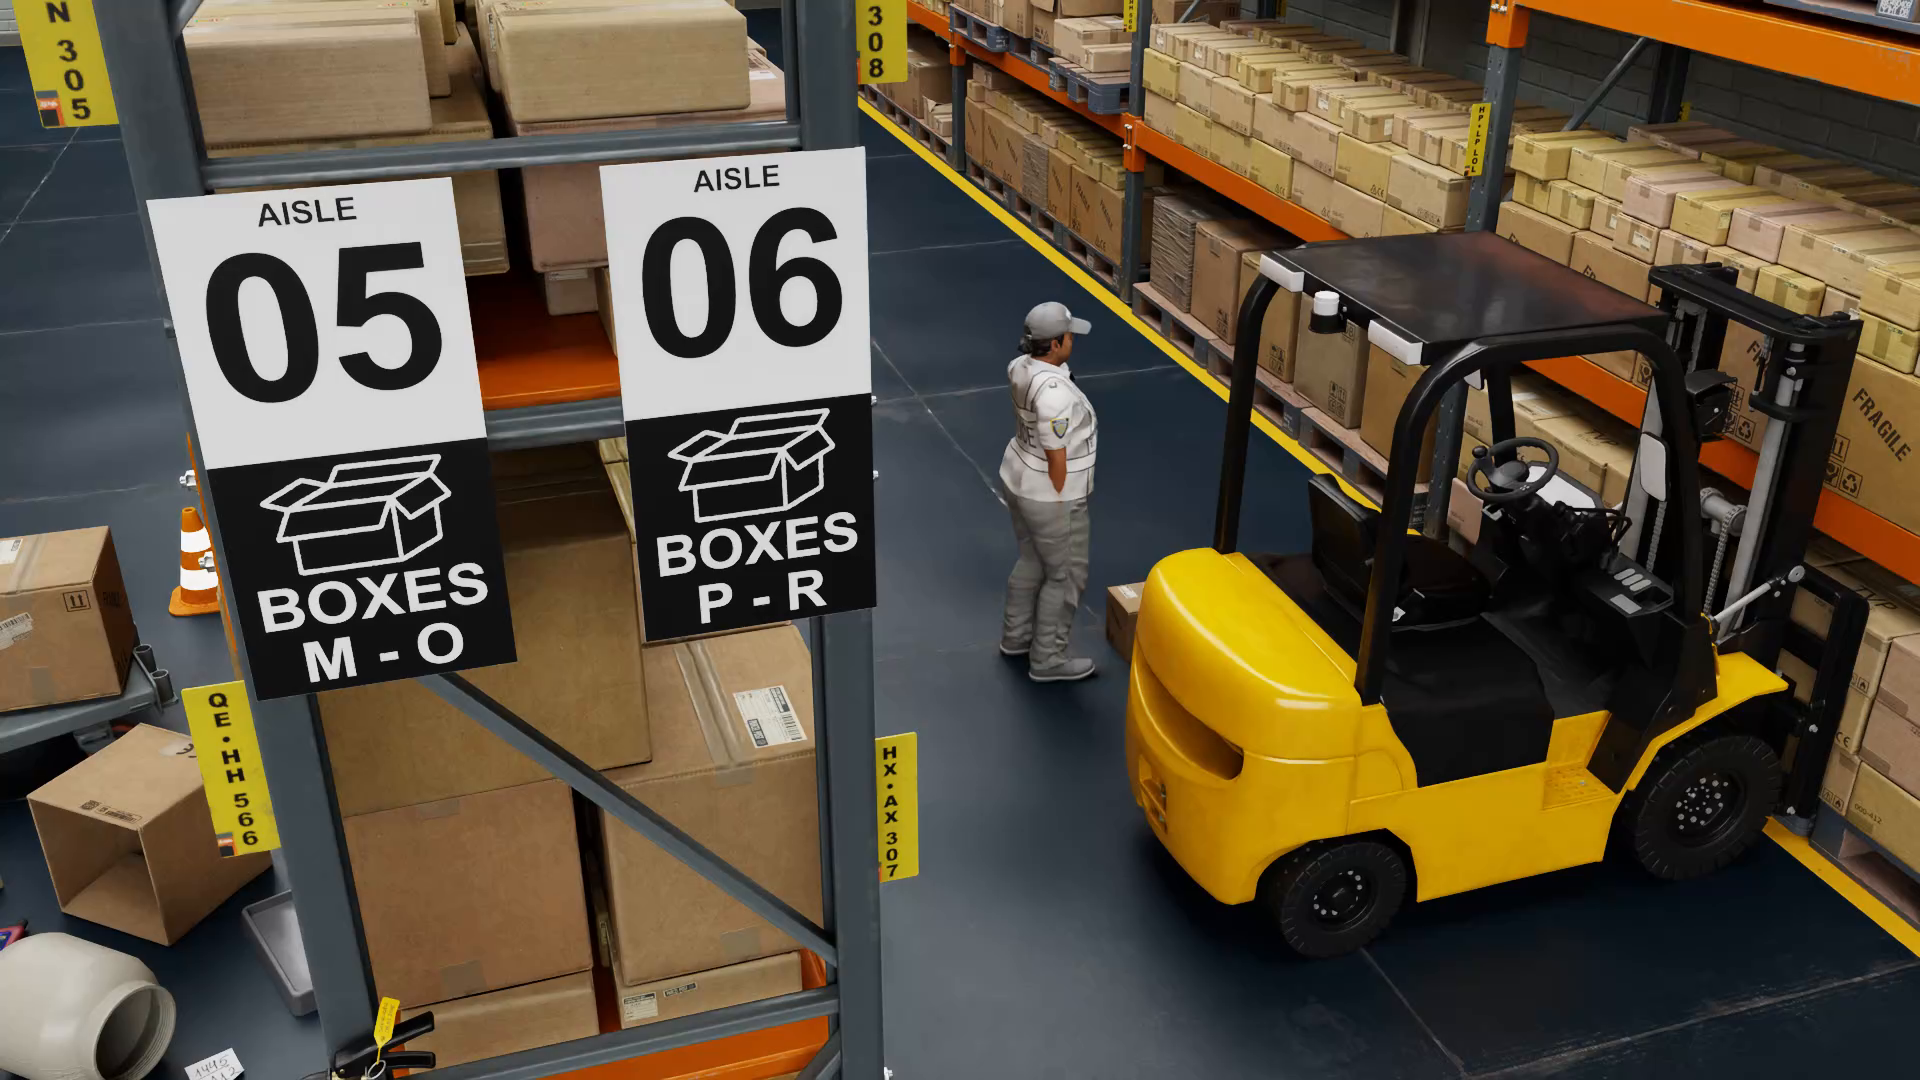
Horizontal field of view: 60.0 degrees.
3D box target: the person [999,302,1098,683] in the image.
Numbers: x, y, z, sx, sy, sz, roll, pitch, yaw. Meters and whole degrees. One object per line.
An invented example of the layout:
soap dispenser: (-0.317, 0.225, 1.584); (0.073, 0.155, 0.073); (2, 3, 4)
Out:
person: (0.377, -0.207, 7.038); (0.391, 1.662, 0.466); (-8, 27, -15)
